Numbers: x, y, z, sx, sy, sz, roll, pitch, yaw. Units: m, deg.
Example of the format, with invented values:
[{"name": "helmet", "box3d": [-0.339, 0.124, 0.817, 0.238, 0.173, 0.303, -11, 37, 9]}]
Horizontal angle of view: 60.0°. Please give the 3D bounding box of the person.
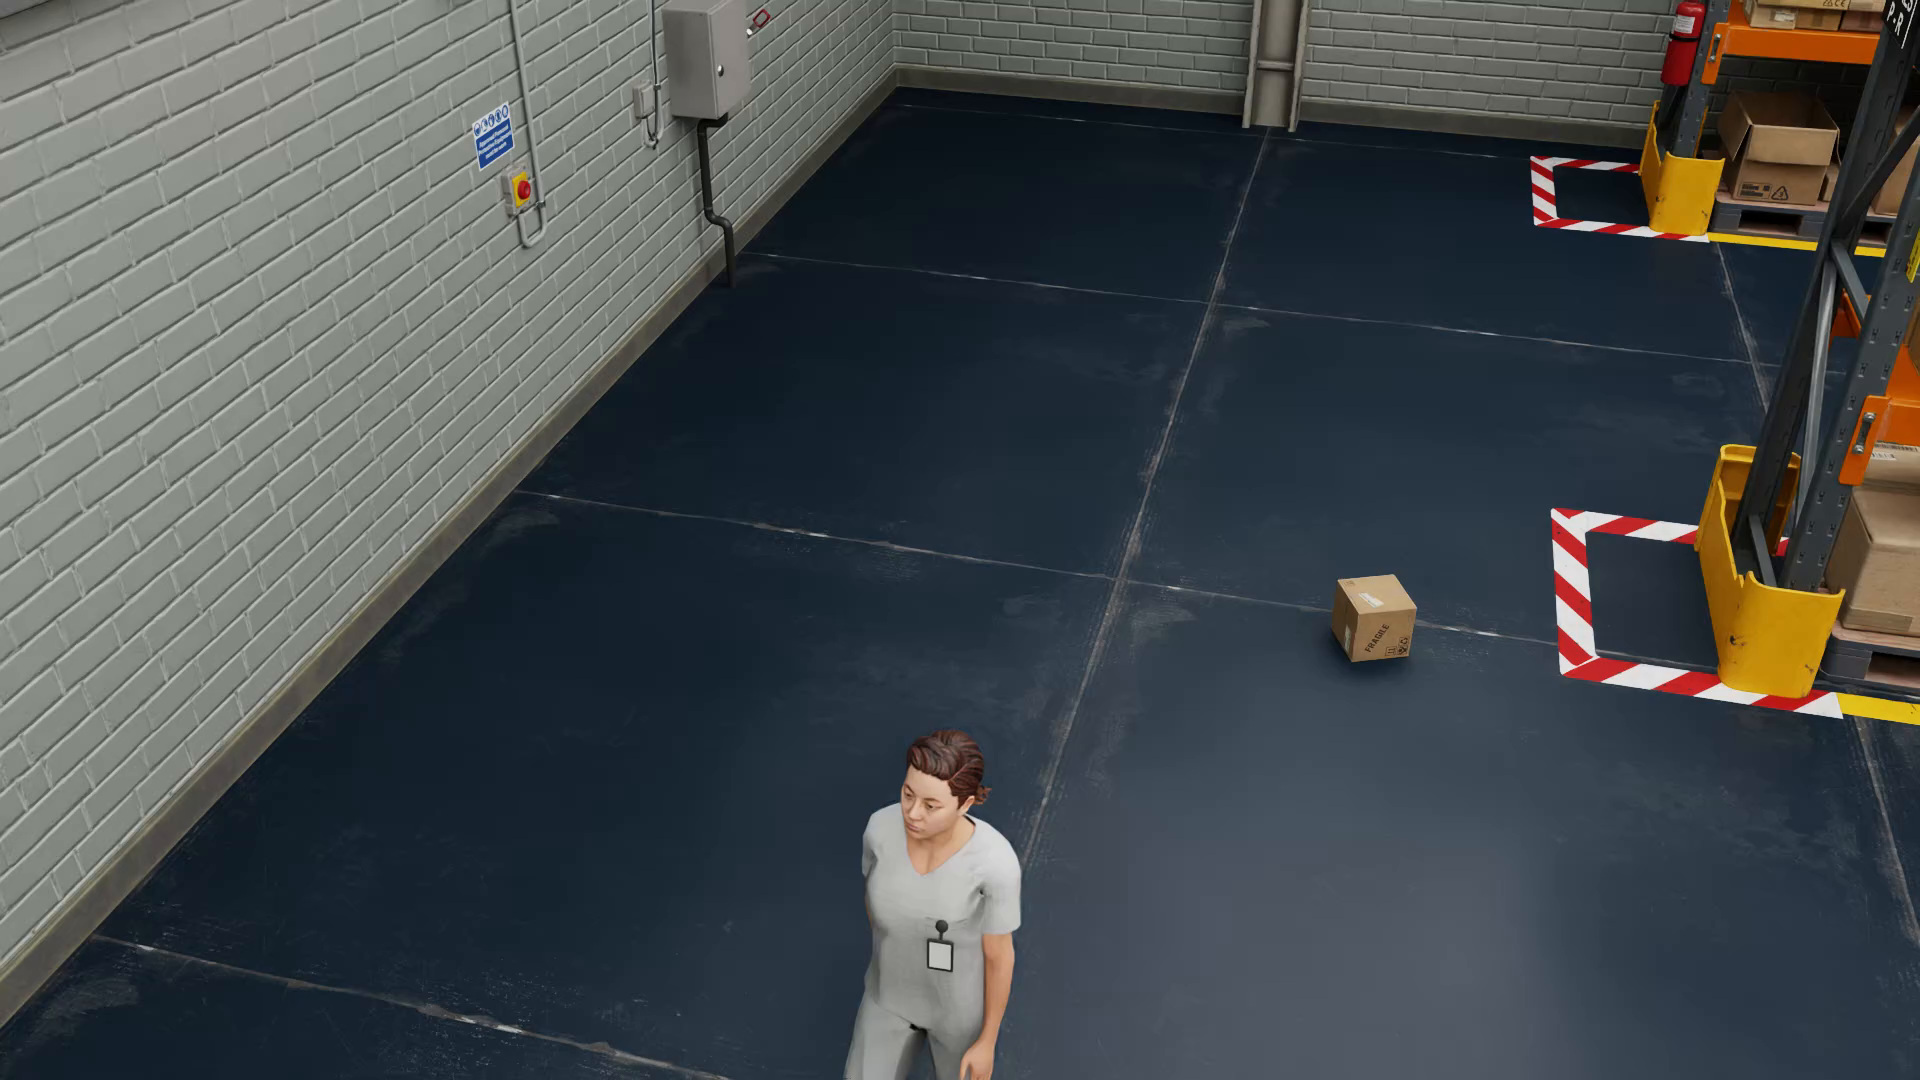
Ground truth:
[{"name": "person", "box3d": [-0.073, 1.219, 4.277, 0.445, 1.727, 0.514, 11, 35, 17]}]
